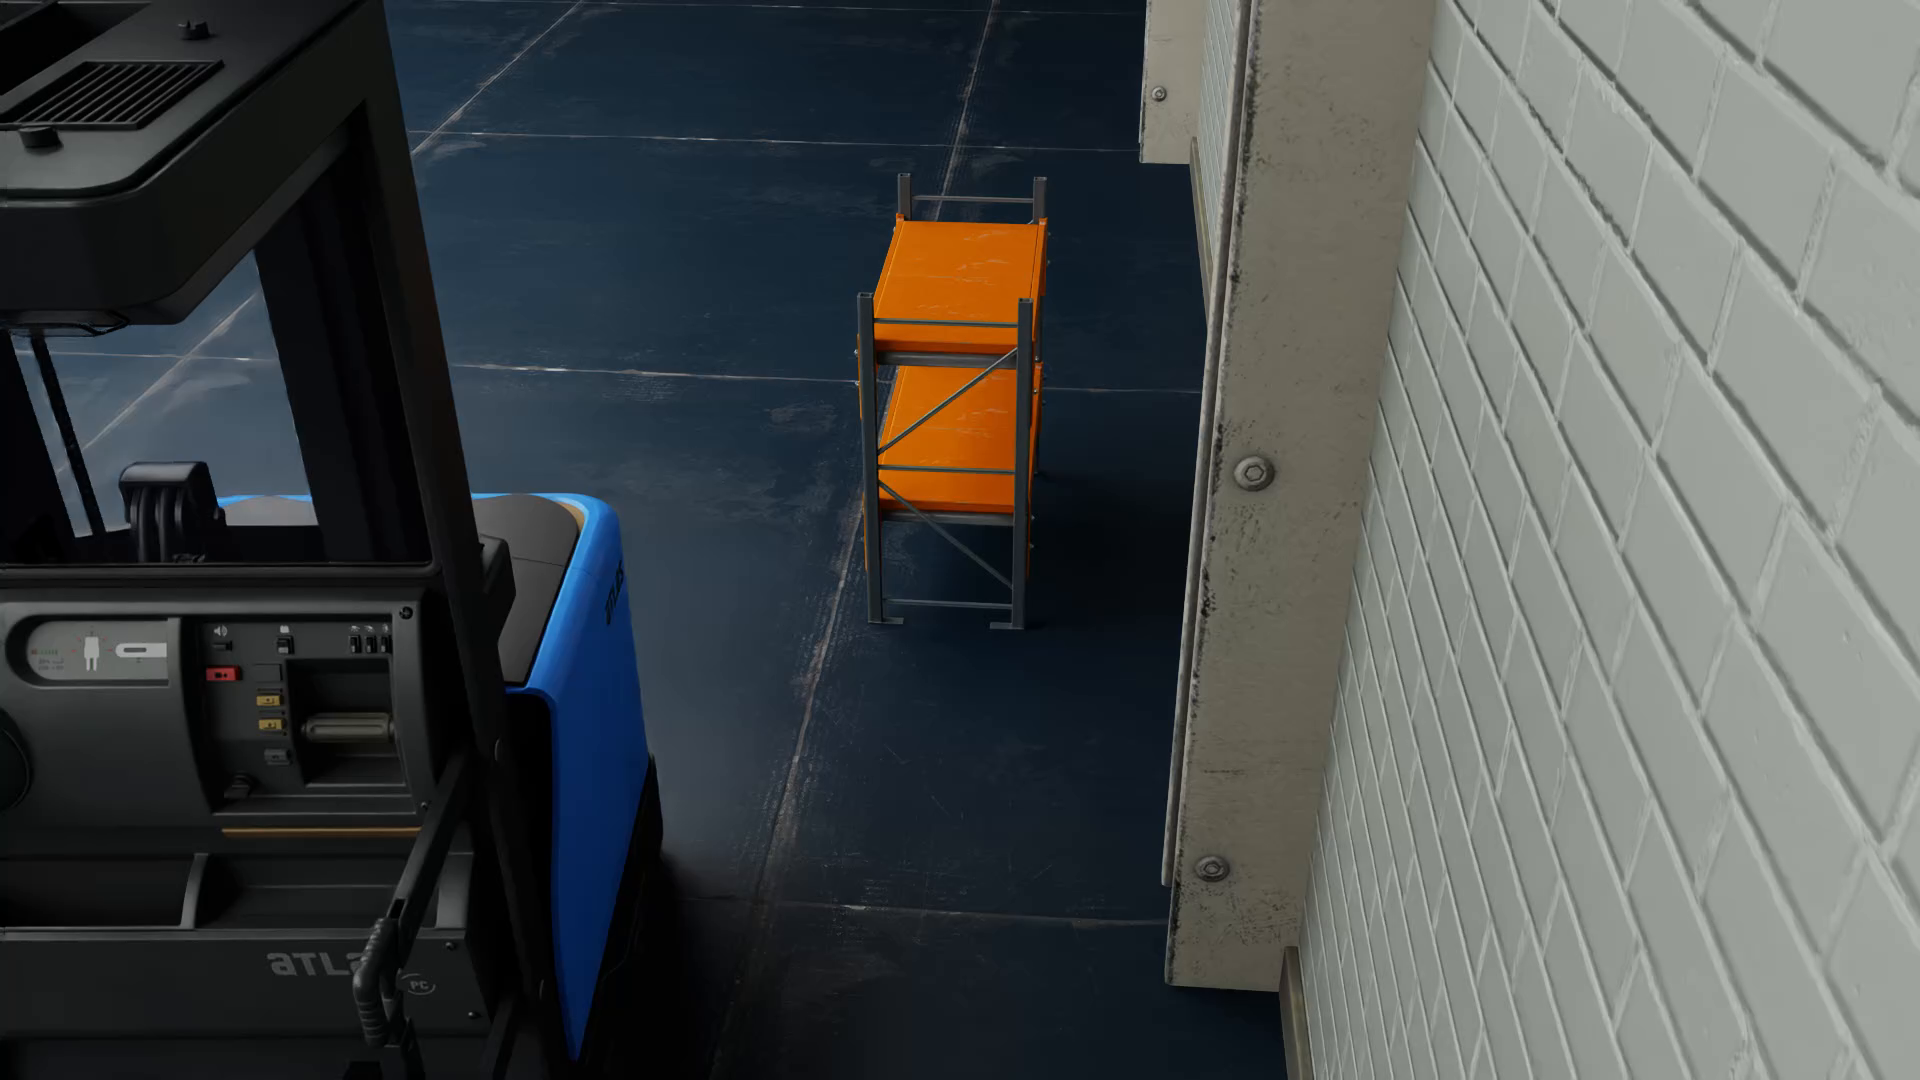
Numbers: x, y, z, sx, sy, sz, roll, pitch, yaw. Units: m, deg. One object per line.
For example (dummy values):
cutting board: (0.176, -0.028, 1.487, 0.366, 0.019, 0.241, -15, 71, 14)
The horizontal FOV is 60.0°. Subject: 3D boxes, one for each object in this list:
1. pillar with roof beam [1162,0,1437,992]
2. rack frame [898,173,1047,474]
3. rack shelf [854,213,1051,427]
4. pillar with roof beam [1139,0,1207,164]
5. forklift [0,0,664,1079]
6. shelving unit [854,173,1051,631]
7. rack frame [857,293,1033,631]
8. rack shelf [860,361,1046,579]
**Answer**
pillar with roof beam: (-3.626, -3.040, 2.106, 9.100, 9.000, 0.400, 2, 32, 4)
rack frame: (0.041, -0.741, 5.880, 0.500, 1.125, 0.032, 2, 32, 4)
rack shelf: (-0.001, -0.725, 5.296, 0.538, 0.278, 1.000, 2, 32, 4)
pillar with roof beam: (-3.137, -6.177, 7.197, 9.100, 9.000, 0.400, 2, 32, 4)
forklift: (-1.294, 0.328, 2.424, 1.130, 2.935, 3.031, 0, 32, 0)
shelving unit: (-0.001, -0.475, 5.449, 0.538, 1.125, 1.048, 2, 32, 4)
rack frame: (-0.042, -0.210, 5.018, 0.500, 1.125, 0.032, 2, 32, 4)
rack shelf: (-0.001, -0.267, 5.577, 0.538, 0.278, 1.000, 2, 32, 4)
